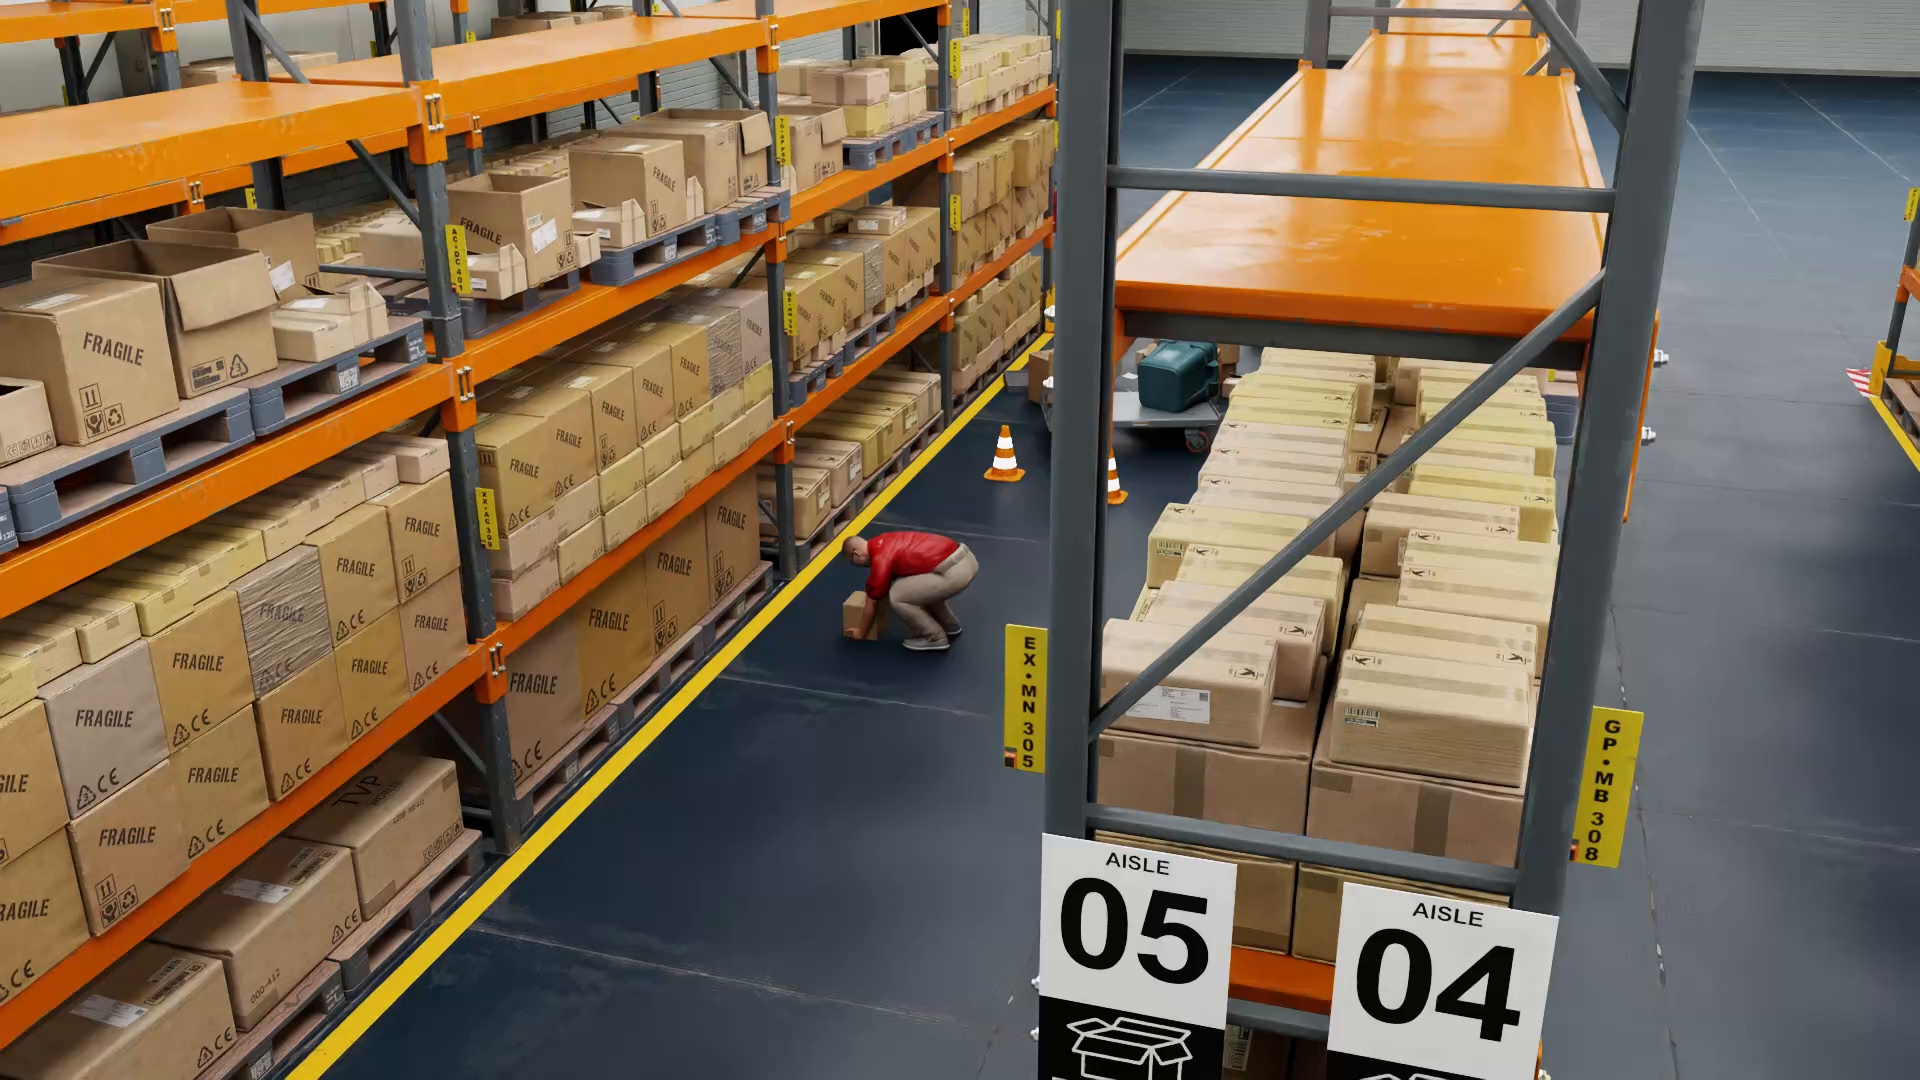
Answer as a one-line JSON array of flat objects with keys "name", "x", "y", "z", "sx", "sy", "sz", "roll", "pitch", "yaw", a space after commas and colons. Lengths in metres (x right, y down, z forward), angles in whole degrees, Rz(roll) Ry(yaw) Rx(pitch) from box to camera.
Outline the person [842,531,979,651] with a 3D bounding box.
[{"name": "person", "x": -0.355, "y": 0.340, "z": 11.603, "sx": 0.948, "sy": 0.795, "sz": 0.531, "roll": 6, "pitch": 23, "yaw": 14}]
